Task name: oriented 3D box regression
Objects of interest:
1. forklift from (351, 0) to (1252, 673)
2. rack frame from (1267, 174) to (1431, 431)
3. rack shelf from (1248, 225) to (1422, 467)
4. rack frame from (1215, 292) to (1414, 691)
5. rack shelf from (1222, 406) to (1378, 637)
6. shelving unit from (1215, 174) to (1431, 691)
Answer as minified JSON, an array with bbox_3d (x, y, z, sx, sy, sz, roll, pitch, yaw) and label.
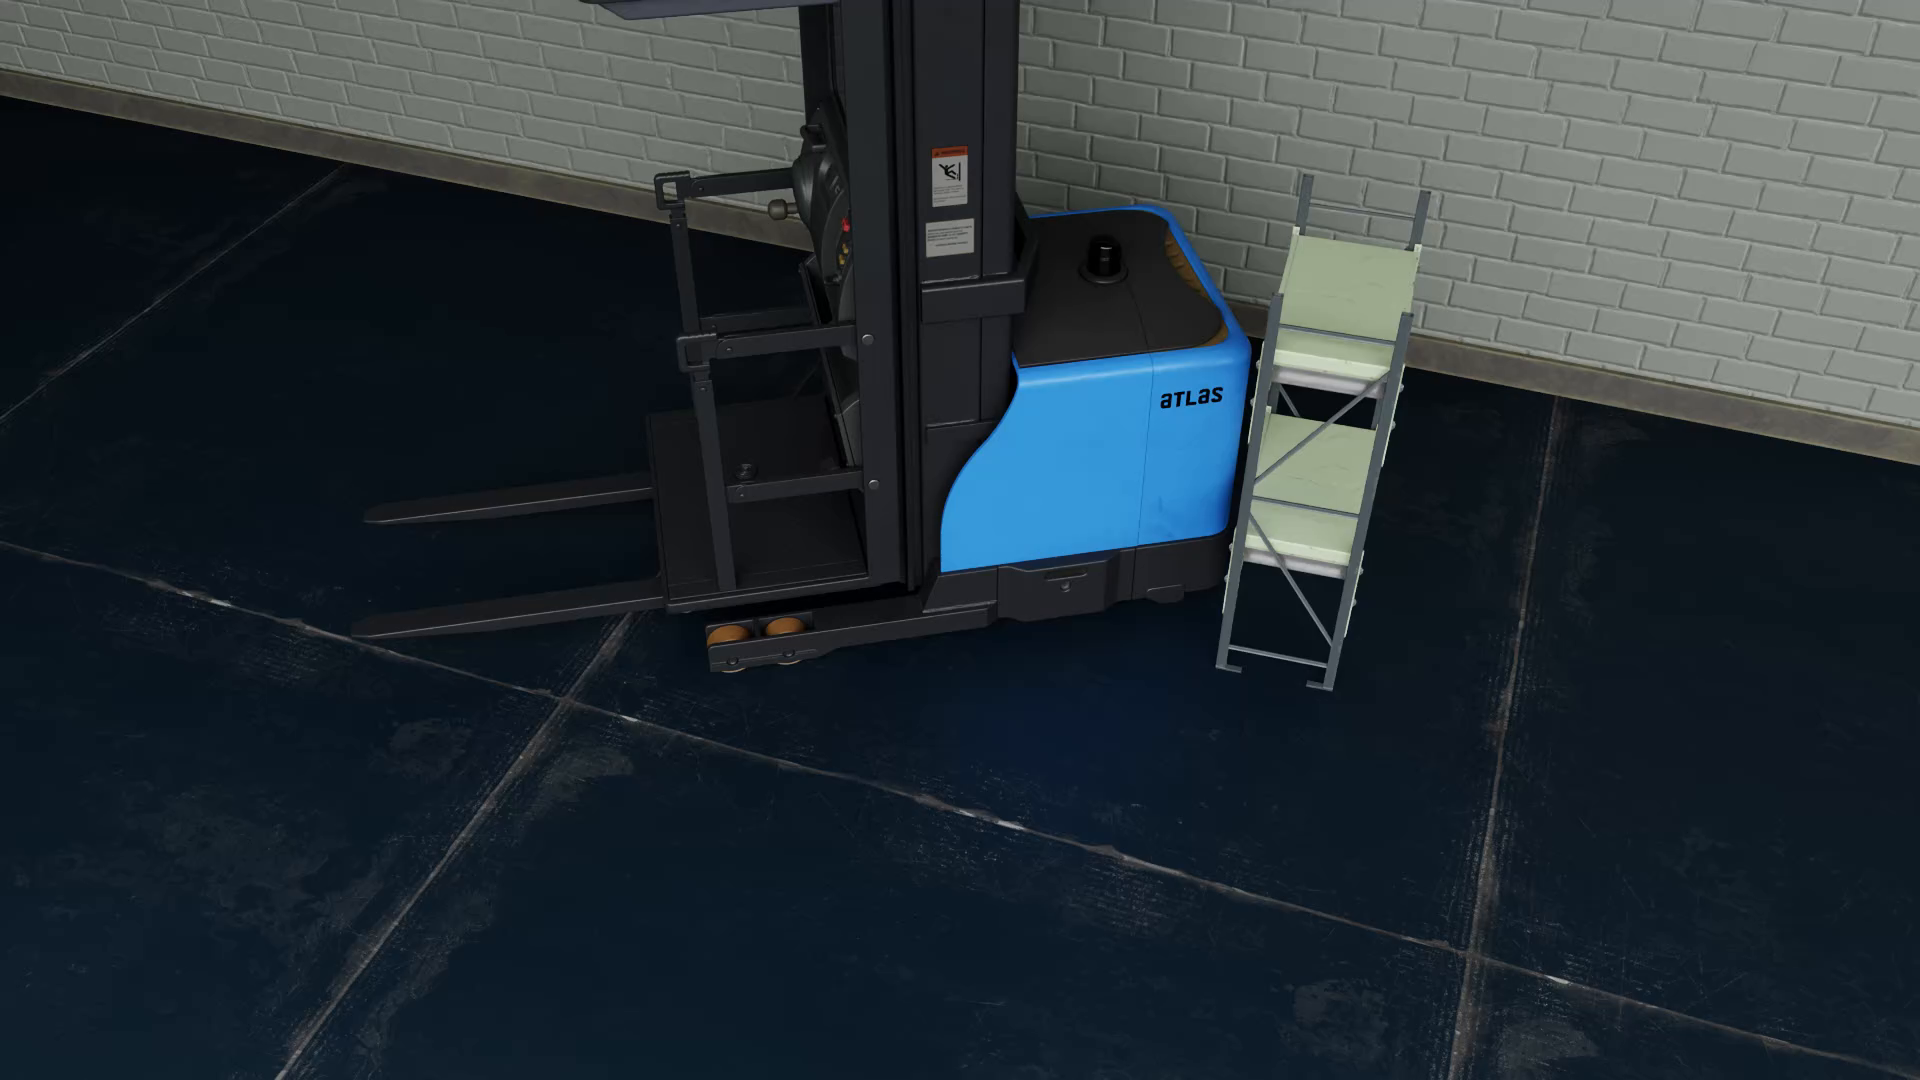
[{"bbox_3d":[-0.610,-1.034,5.204,3.031,2.935,1.130,-8,41,-9],"label":"forklift"},{"bbox_3d":[1.280,-0.556,5.743,0.400,1.500,0.023,11,42,12],"label":"rack frame"},{"bbox_3d":[1.183,-0.623,5.221,0.431,0.370,0.720,11,42,12],"label":"rack shelf"},{"bbox_3d":[1.080,-0.099,5.207,0.400,1.500,0.023,11,42,12],"label":"rack frame"},{"bbox_3d":[1.178,-0.079,5.687,0.431,0.370,0.720,11,42,12],"label":"rack shelf"},{"bbox_3d":[1.180,-0.327,5.475,0.431,1.500,0.755,11,42,12],"label":"shelving unit"}]
